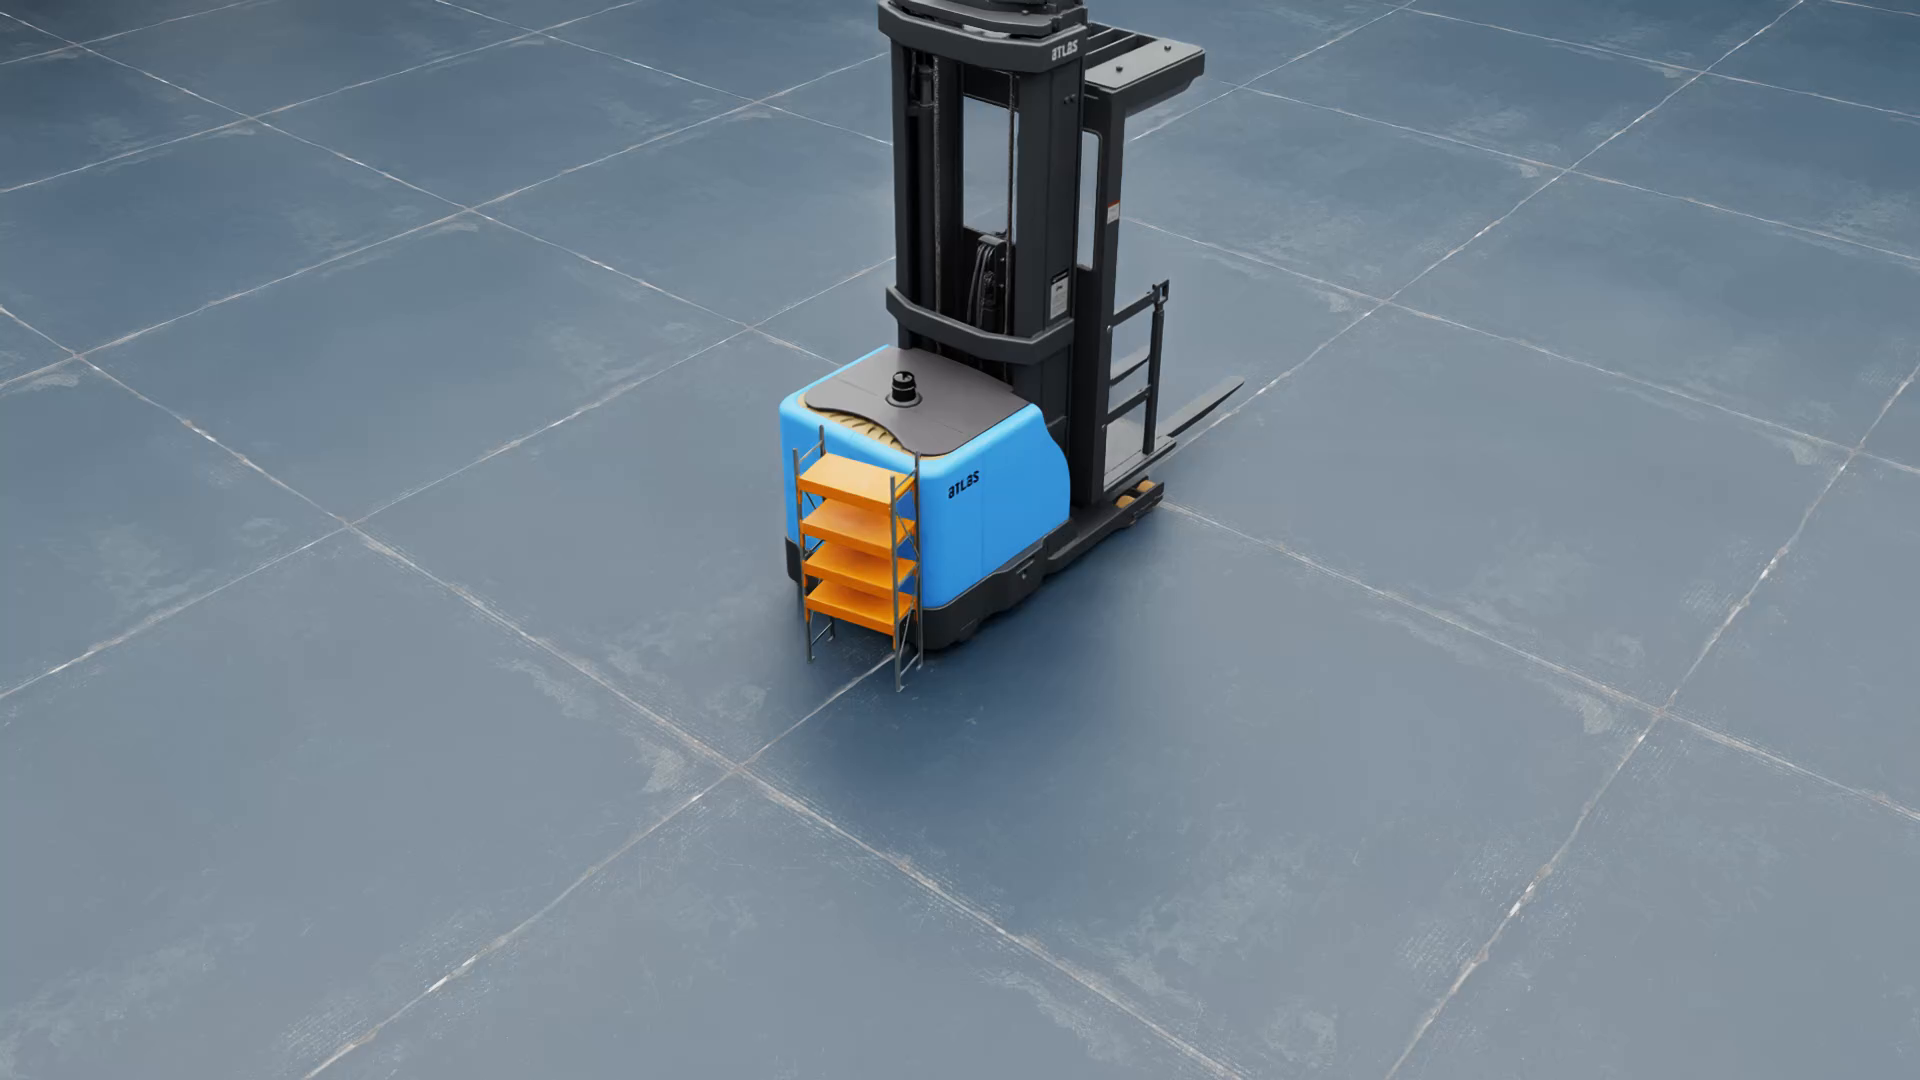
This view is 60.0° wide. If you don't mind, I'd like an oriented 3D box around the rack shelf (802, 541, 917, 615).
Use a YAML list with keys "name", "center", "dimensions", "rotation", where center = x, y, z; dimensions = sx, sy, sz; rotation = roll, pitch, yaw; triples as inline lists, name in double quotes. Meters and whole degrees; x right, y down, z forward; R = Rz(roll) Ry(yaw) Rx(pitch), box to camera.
- name: "rack shelf"
  center: [-0.455, 0.155, 7.664]
  dimensions: [0.480, 0.148, 0.258]
  rotation: [16, 38, 22]

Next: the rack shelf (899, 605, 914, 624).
- name: "rack shelf"
  center: [-0.455, 0.295, 7.761]
  dimensions: [0.442, 0.029, 0.199]
  rotation: [16, 38, 22]

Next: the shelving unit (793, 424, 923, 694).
- name: "shelving unit"
  center: [-0.455, 0.100, 7.626]
  dimensions: [0.503, 1.200, 0.258]
  rotation: [16, 38, 22]

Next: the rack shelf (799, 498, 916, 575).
- name: "rack shelf"
  center: [-0.455, -0.029, 7.538]
  dimensions: [0.480, 0.148, 0.258]
  rotation: [16, 38, 22]

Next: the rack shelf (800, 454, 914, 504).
- name: "rack shelf"
  center: [-0.455, -0.256, 7.381]
  dimensions: [0.457, 0.050, 0.221]
  rotation: [16, 38, 22]

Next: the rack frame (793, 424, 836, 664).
- name: "rack frame"
  center: [-0.672, 0.036, 7.719]
  dimensions: [0.015, 1.200, 0.240]
  rotation: [16, 38, 22]

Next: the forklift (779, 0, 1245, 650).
- name: "forklift"
  center: [0.457, -1.446, 8.349]
  dimensions: [1.130, 2.935, 3.031]
  rotation: [26, 42, 32]

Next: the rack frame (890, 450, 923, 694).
- name: "rack frame"
  center: [-0.238, 0.164, 7.534]
  dimensions: [0.015, 1.200, 0.240]
  rotation: [16, 38, 22]
